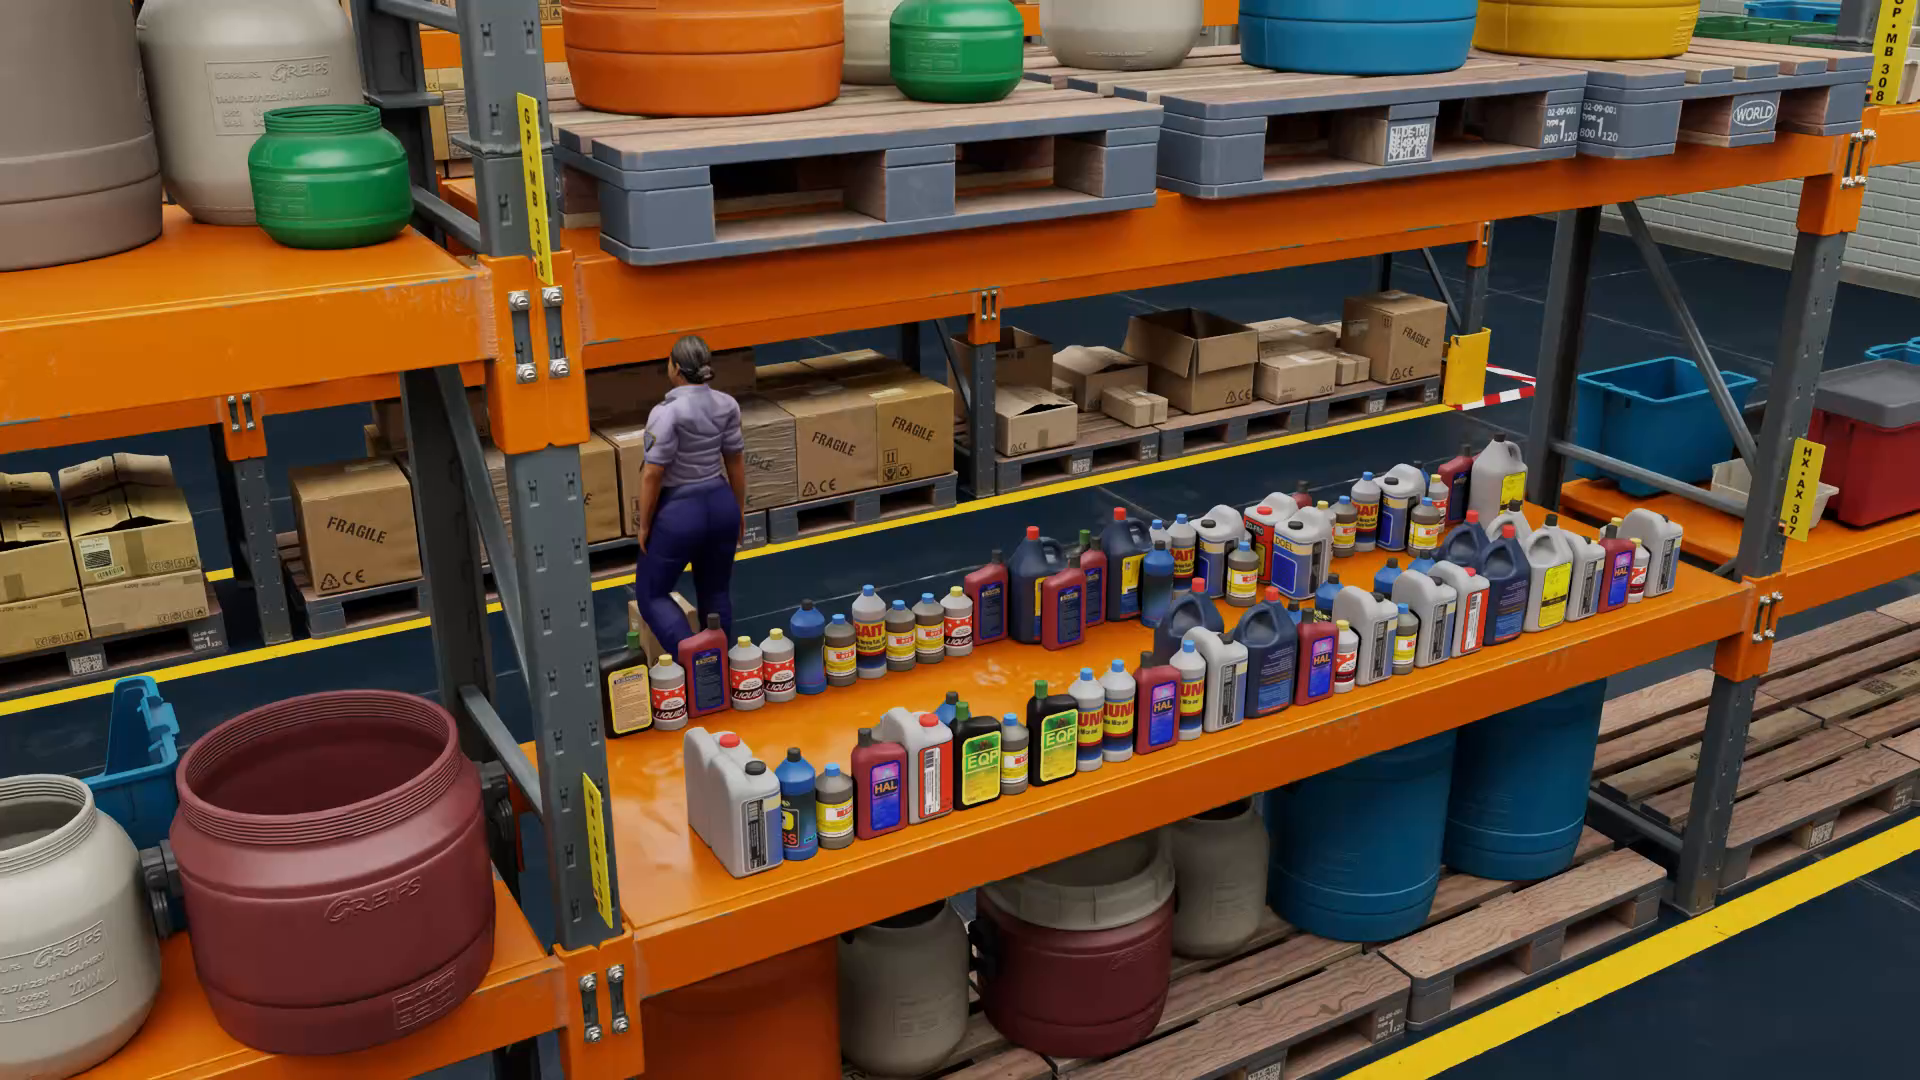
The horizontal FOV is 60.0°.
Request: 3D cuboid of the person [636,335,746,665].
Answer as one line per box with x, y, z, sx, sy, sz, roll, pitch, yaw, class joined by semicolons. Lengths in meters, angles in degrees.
-1.146;-0.072;7.249;0.529;1.659;0.433;-19;29;-39;person
